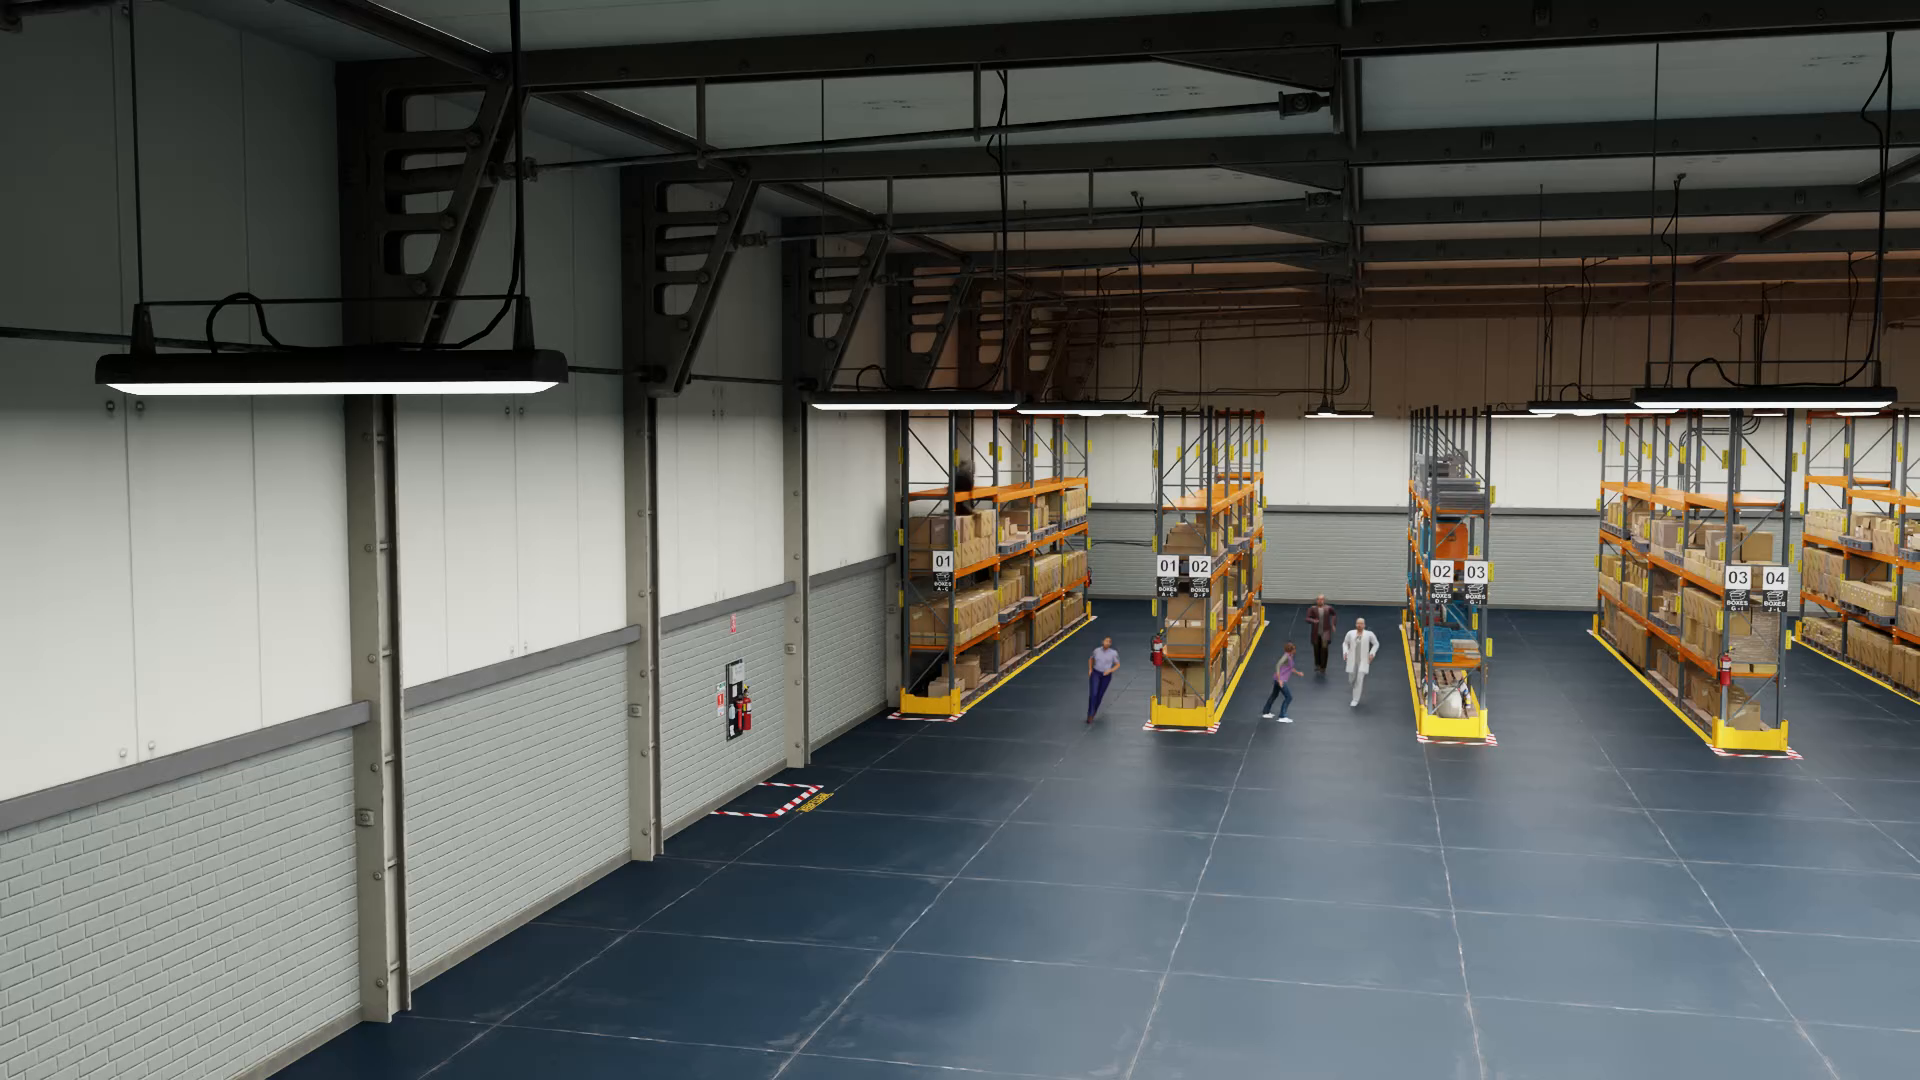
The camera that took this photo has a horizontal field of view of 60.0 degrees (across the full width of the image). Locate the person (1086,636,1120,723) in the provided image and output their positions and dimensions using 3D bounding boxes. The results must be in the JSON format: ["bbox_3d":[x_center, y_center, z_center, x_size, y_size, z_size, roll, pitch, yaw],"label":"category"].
[{"bbox_3d":[2.717,2.629,31.688,0.656,1.617,0.758,0,4,2],"label":"person"}]

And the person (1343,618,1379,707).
[{"bbox_3d":[8.082,2.451,33.583,0.723,1.759,0.858,2,4,23],"label":"person"}]

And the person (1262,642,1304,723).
[{"bbox_3d":[6.155,2.693,31.670,0.780,1.533,0.603,1,4,15],"label":"person"}]

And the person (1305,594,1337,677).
[{"bbox_3d":[8.140,2.144,37.540,0.683,1.847,0.930,1,4,14],"label":"person"}]
